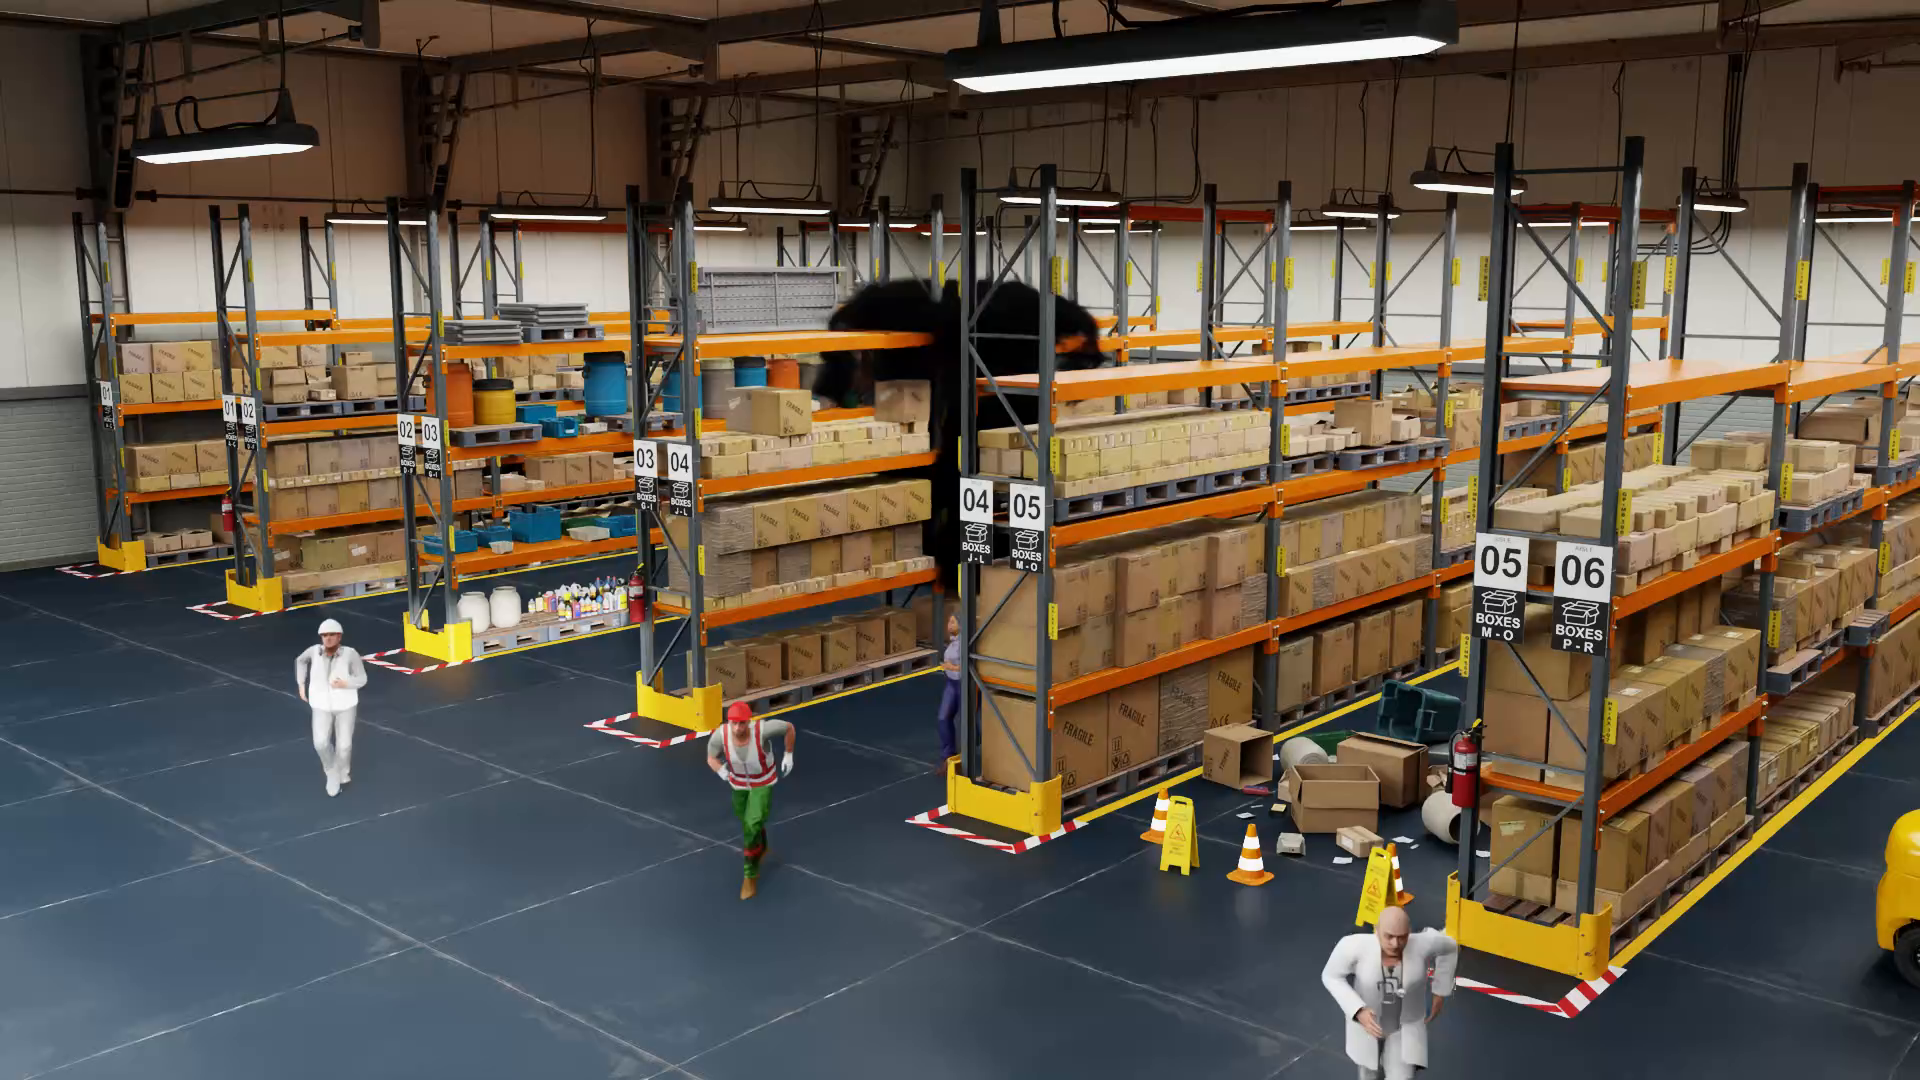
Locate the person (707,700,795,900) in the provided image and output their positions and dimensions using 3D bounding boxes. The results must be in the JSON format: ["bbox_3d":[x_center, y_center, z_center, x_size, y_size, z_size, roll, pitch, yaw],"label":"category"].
[{"bbox_3d":[-1.716,2.089,13.849,0.705,1.719,1.019,1,10,6],"label":"person"}]

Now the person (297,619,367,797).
[{"bbox_3d":[-6.116,1.620,16.213,0.683,1.757,0.808,-2,10,-12],"label":"person"}]

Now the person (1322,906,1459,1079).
[{"bbox_3d":[2.436,2.796,9.549,0.755,1.741,1.071,1,10,8],"label":"person"}]

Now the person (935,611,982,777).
[{"bbox_3d":[-0.013,1.558,17.127,0.790,1.658,0.664,-9,13,-42],"label":"person"}]
